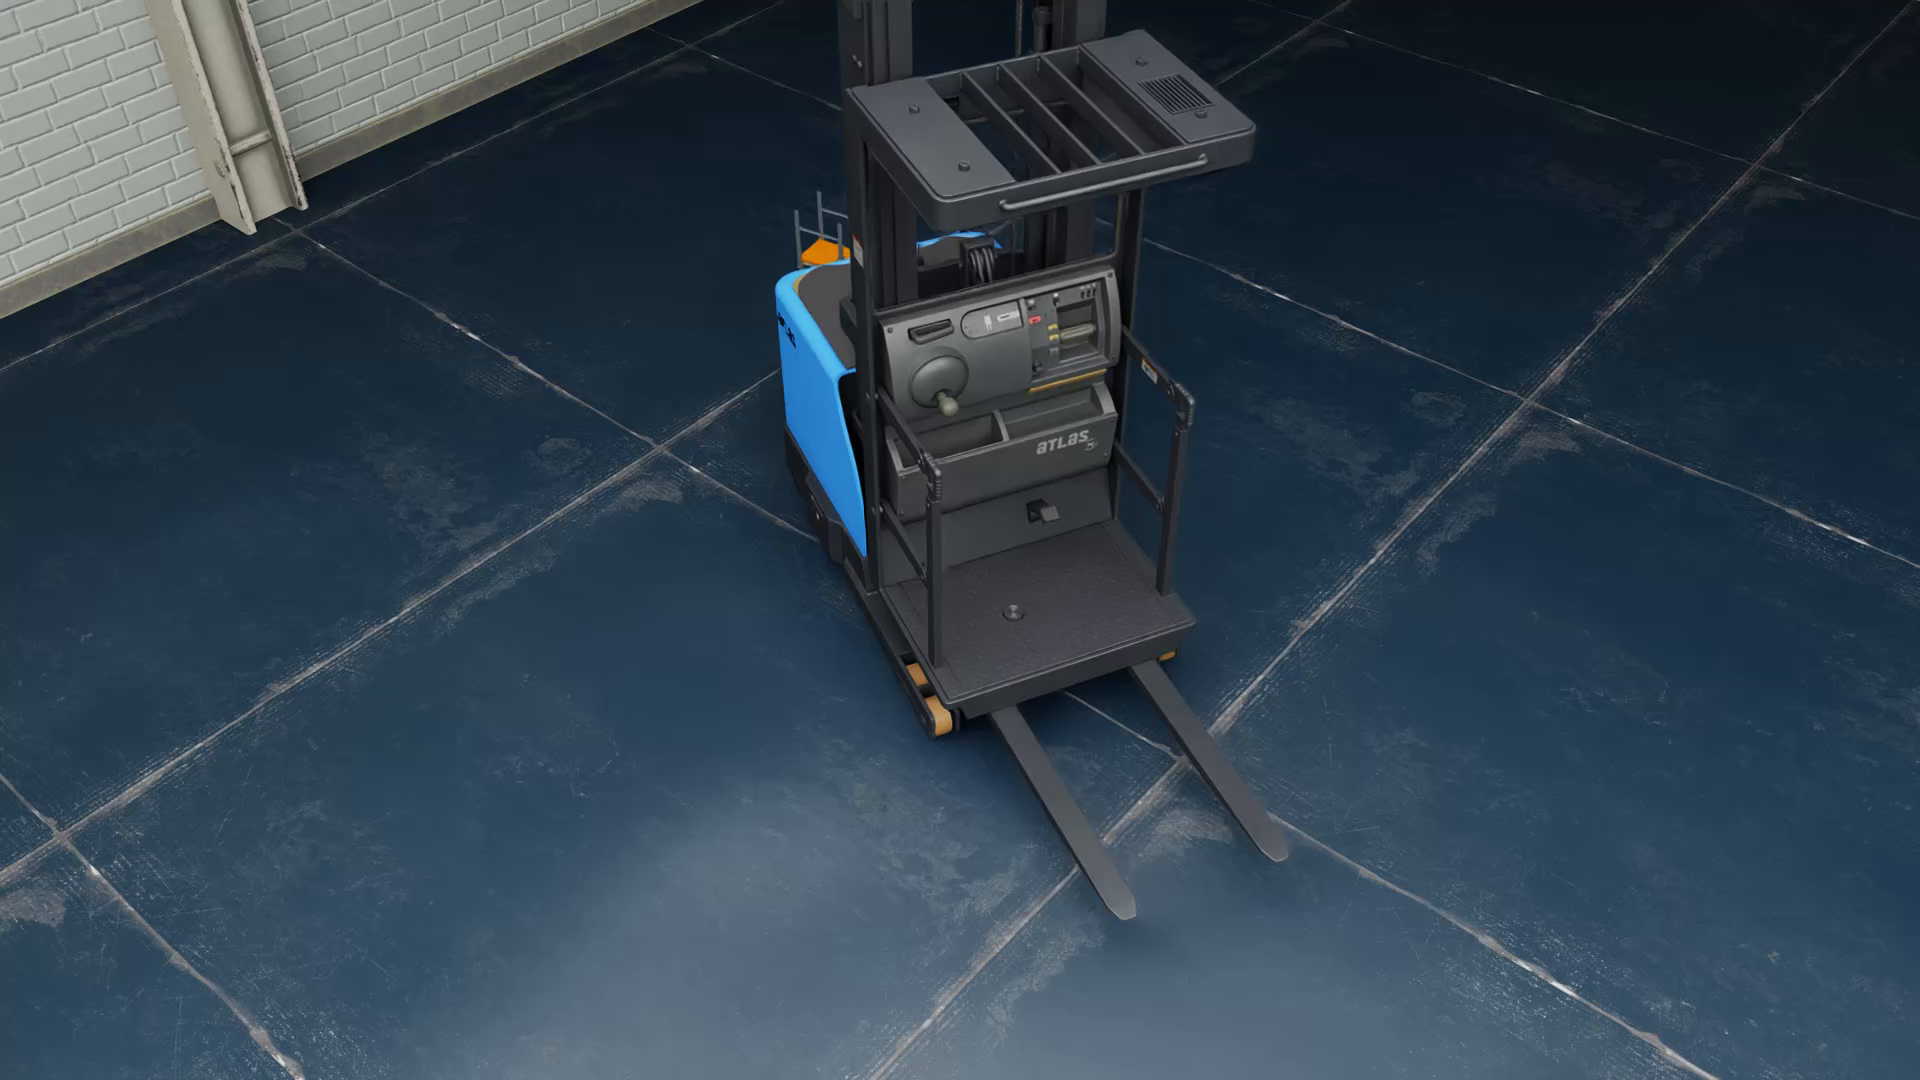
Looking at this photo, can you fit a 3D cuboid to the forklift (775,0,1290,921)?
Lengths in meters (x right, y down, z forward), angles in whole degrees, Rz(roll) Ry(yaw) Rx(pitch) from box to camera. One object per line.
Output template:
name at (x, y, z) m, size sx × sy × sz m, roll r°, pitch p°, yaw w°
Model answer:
forklift at (0.251, -0.642, 5.960) m, size 1.130 × 2.935 × 3.031 m, roll -16°, pitch 45°, yaw -17°

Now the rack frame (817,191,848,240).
rack frame at (-0.529, -1.053, 7.699) m, size 0.240 × 1.200 × 0.006 m, roll 20°, pitch 46°, yaw 21°

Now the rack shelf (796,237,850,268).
rack shelf at (-0.571, -1.235, 7.428) m, size 0.258 × 0.103 × 0.180 m, roll 20°, pitch 46°, yaw 21°

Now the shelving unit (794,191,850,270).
shelving unit at (-0.573, -1.000, 7.639) m, size 0.258 × 1.200 × 0.189 m, roll 20°, pitch 46°, yaw 21°

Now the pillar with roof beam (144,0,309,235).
pillar with roof beam at (-0.678, -3.340, 4.417) m, size 9.100 × 9.000 × 0.400 m, roll 29°, pitch 50°, yaw 28°

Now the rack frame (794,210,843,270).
rack frame at (-0.617, -0.947, 7.579) m, size 0.240 × 1.200 × 0.006 m, roll 20°, pitch 46°, yaw 21°
